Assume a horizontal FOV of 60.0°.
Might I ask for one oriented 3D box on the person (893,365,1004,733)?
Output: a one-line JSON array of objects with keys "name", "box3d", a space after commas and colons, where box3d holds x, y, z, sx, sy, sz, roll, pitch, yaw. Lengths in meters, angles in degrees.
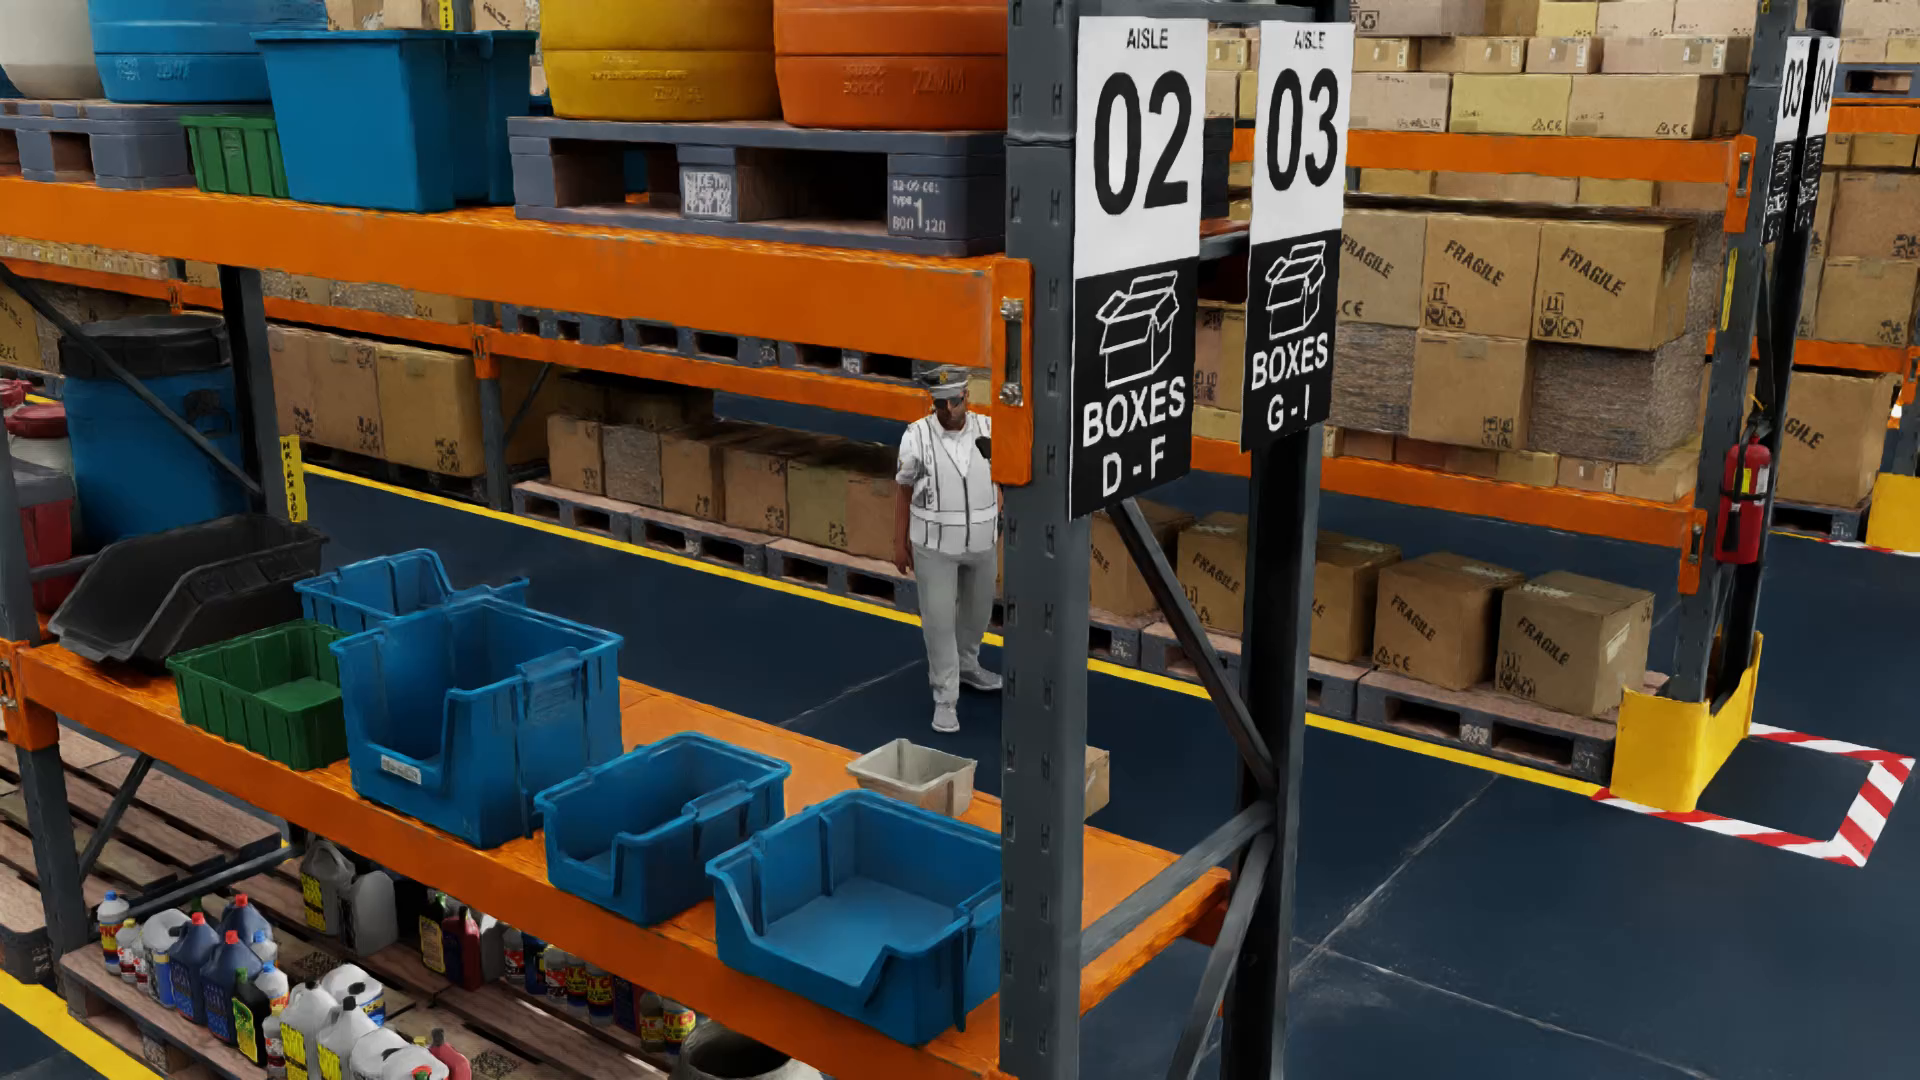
[{"name": "person", "box3d": [-0.010, -0.002, 8.036, 0.609, 1.739, 0.633, -6, 17, -20]}]
